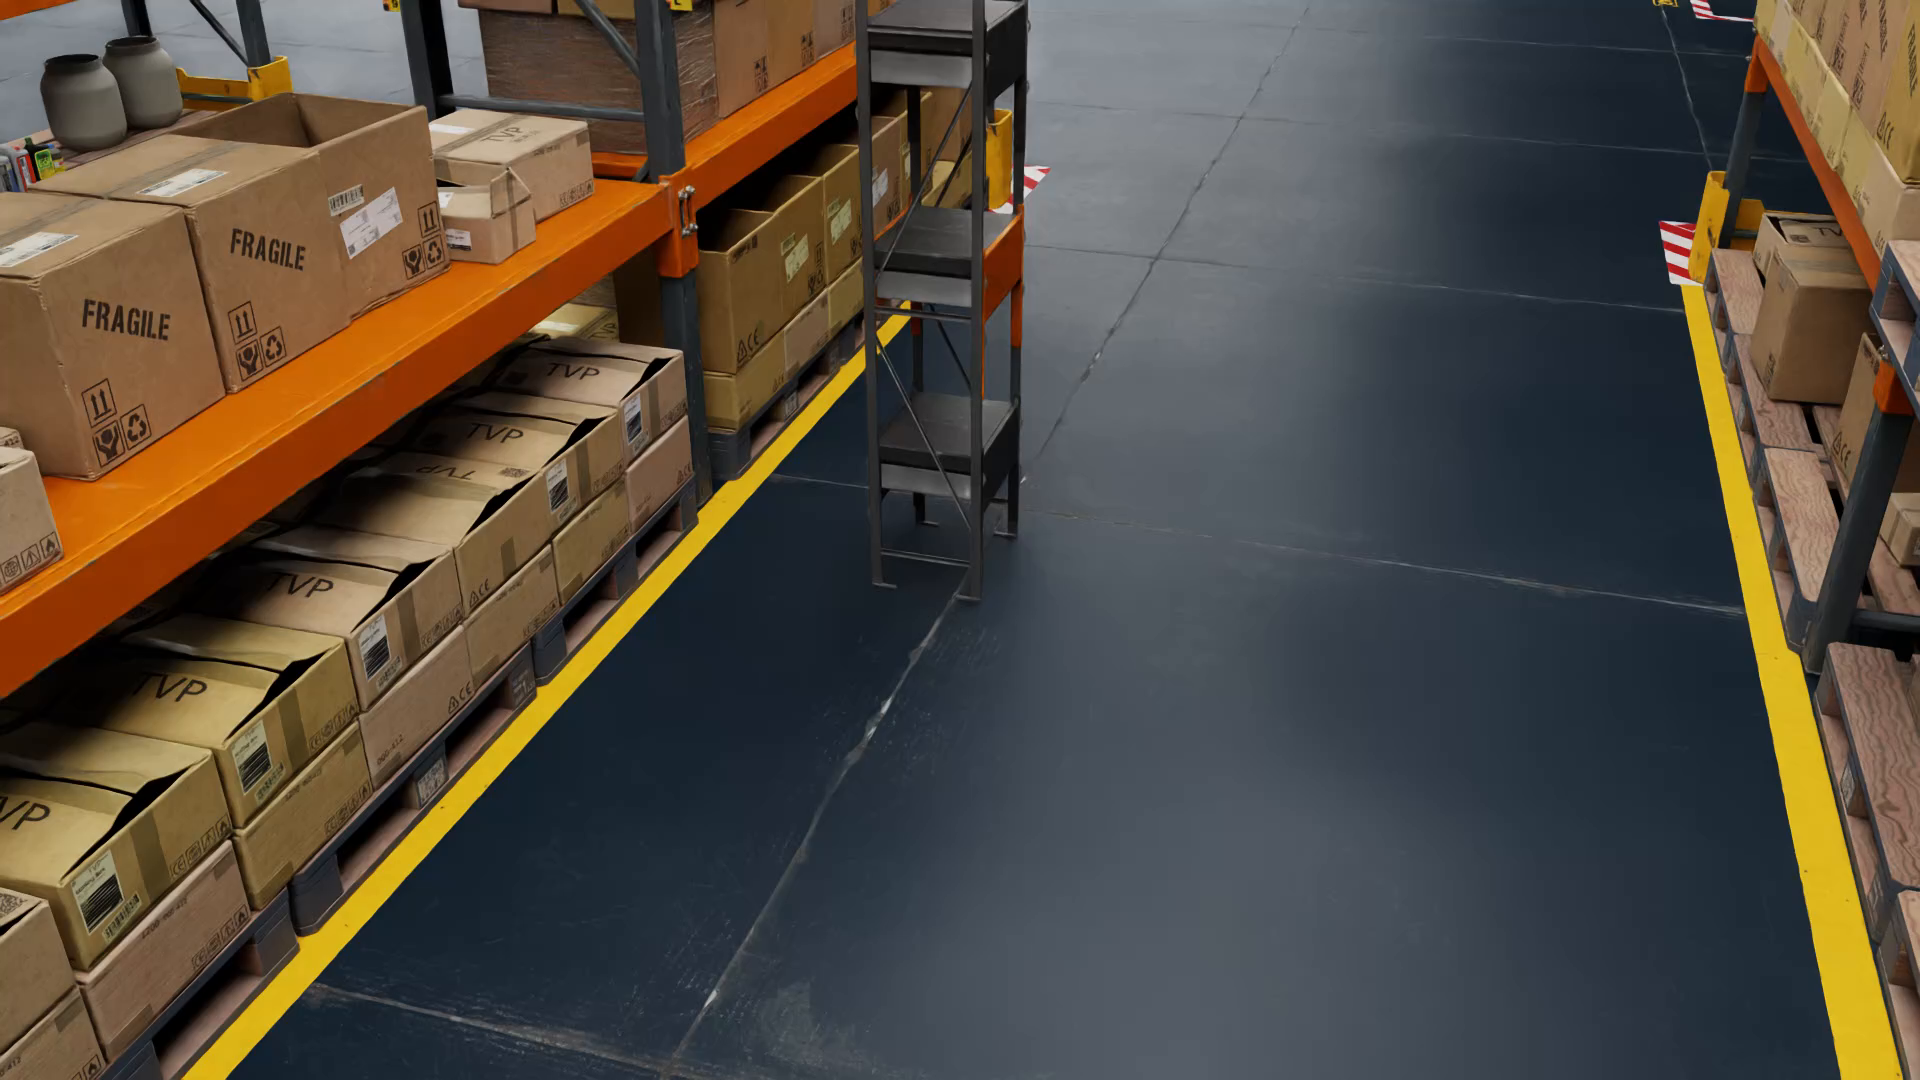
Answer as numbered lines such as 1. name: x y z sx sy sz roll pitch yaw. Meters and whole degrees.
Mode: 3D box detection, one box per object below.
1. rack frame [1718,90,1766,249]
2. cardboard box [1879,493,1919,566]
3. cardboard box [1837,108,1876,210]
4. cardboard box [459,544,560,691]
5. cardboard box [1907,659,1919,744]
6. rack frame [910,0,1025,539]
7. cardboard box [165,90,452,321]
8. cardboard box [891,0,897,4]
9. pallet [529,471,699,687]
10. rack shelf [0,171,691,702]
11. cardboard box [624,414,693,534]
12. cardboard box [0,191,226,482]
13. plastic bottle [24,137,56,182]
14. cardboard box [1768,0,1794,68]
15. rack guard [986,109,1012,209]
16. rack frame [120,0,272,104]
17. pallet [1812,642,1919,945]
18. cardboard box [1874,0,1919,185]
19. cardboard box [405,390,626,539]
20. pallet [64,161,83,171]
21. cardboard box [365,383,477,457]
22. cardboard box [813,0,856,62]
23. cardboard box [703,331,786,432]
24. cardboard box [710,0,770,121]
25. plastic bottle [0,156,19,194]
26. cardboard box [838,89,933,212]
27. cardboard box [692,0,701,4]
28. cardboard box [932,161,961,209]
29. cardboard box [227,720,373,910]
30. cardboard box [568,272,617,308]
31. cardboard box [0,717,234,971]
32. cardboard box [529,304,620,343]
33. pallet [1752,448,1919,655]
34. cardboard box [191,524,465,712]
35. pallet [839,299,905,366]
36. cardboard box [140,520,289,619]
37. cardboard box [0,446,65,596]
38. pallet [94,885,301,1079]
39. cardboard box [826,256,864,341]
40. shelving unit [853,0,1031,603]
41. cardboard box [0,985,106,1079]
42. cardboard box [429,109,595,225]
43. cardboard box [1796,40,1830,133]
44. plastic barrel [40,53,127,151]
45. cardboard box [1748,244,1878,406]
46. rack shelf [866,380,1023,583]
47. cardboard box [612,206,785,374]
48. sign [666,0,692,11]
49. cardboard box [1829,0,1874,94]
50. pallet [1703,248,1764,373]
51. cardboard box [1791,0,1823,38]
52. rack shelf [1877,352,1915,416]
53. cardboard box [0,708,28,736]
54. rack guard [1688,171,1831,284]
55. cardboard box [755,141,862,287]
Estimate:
1. rack frame: 4.442 -2.682 7.986 1.000 3.000 0.127 8 30 15
2. cardboard box: 3.396 -0.030 5.681 0.380 0.166 0.250 5 29 8
3. cardboard box: 3.271 -1.260 5.564 0.500 0.250 0.500 9 30 15
4. cardboard box: -1.613 0.196 5.208 0.500 0.250 0.500 9 30 16
5. cardboard box: 3.068 0.421 4.526 0.700 0.500 0.500 10 30 17
6. rack frame: 0.023 -0.954 5.805 0.400 2.100 0.015 8 30 15
7. cardboard box: -1.865 -0.973 4.810 0.500 0.500 0.500 11 31 18
8. cardboard box: -0.594 -2.971 8.403 0.700 0.500 0.500 9 30 16
9. pallet: -1.648 0.038 5.965 1.003 0.211 1.213 8 30 15
10. rack shelf: -2.056 -0.285 4.416 1.077 0.370 4.000 8 30 15
11. cardboard box: -1.314 -0.276 6.058 0.500 0.250 0.500 8 30 14
12. cardboard box: -2.166 -0.495 3.952 0.500 0.500 0.500 7 30 12
13. plastic bottle: -5.166 -2.128 9.332 0.061 0.283 0.133 9 30 16
14. cardboard box: 3.856 -2.201 7.254 0.500 0.250 0.500 8 30 13
15. rack guard: -0.288 -2.306 9.882 1.175 0.500 0.348 8 30 15
16. rack frame: -5.029 -4.096 10.527 1.000 3.000 0.127 8 30 15
17. pallet: 3.041 0.757 4.672 1.003 0.211 1.213 8 30 15
18. cardboard box: 3.111 -1.358 4.968 0.500 0.500 0.500 8 30 15
19. cardboard box: -1.460 -0.284 5.494 0.500 0.311 0.500 9 30 16
20. pallet: -5.610 -1.894 9.437 1.003 0.211 1.213 8 30 15
21. cardboard box: -1.980 -0.367 5.644 0.500 0.311 0.500 8 30 14
22. cardboard box: -0.896 -2.496 7.549 0.700 0.500 0.500 9 30 16
23. cardboard box: -1.043 -0.683 6.788 0.500 0.250 0.500 8 30 15
24. cardboard box: -1.196 -2.025 6.703 0.700 0.500 0.500 8 30 14
25. plastic bottle: -5.290 -2.004 9.117 0.152 0.276 0.135 8 30 13
26. cardboard box: -0.447 -1.939 8.274 0.500 0.500 0.500 8 30 15
27. cardboard box: -1.131 -2.070 6.115 0.380 0.149 0.250 9 30 16
28. cardboard box: -0.305 -1.844 8.876 0.500 0.250 0.500 8 30 15
29. cardboard box: -1.915 0.671 4.355 0.500 0.250 0.500 8 30 14
30. cardboard box: -1.384 -1.316 7.154 0.500 0.500 0.500 8 30 15
31. cardboard box: -2.062 0.657 3.804 0.500 0.311 0.500 8 30 14
32. cardboard box: -1.542 -0.757 6.922 0.500 0.250 0.500 8 30 15
33. pallet: 3.431 0.078 5.893 1.003 0.211 1.213 8 30 15
34. cardboard box: -1.760 0.181 4.659 0.500 0.311 0.500 8 30 14
35. pallet: -0.839 -1.242 8.266 1.003 0.211 1.213 8 30 15
36. cardboard box: -2.278 0.116 4.776 0.500 0.311 0.500 9 30 16
37. cardboard box: -2.195 -0.019 3.290 0.500 0.311 0.500 8 30 14
38. pallet: -2.364 1.172 3.926 1.003 0.211 1.213 8 30 15
39. cardboard box: -0.740 -1.146 7.621 0.500 0.250 0.500 8 30 15
40. shelving unit: -0.049 -0.841 5.601 0.431 2.100 0.503 8 30 15
41. cardboard box: -2.209 1.147 3.499 0.500 0.250 0.500 8 30 15
42. cardboard box: -1.572 -1.228 5.526 0.500 0.250 0.500 10 31 18
43. cardboard box: 3.551 -1.730 6.408 0.500 0.250 0.500 9 30 15
44. plastic barrel: -5.296 -2.643 10.042 0.421 0.512 0.421 0 29 0
45. cardboard box: 3.722 -0.875 6.856 0.700 0.500 0.500 7 30 12
46. rack shelf: -0.049 -0.217 5.948 0.431 0.518 0.480 8 30 15
47. cardboard box: -1.033 -1.009 6.603 0.500 0.500 0.500 8 30 15
48. sign: -0.947 -1.927 5.519 0.100 0.325 0.005 8 30 15
49. cardboard box: 3.410 -1.823 5.805 0.500 0.500 0.500 8 30 13
50. pallet: 4.147 -1.056 7.931 1.003 0.211 1.213 8 30 15
51. cardboard box: 3.702 -2.307 6.674 0.500 0.500 0.500 8 30 13
52. rack shelf: 2.681 0.420 3.149 1.077 0.370 4.000 8 30 15
53. cardboard box: -2.578 0.582 3.937 0.500 0.311 0.500 8 30 14
54. rack guard: 4.419 -1.555 8.530 1.175 0.500 0.348 8 30 15
55. cardboard box: -0.740 -1.474 7.439 0.500 0.500 0.500 8 30 15
